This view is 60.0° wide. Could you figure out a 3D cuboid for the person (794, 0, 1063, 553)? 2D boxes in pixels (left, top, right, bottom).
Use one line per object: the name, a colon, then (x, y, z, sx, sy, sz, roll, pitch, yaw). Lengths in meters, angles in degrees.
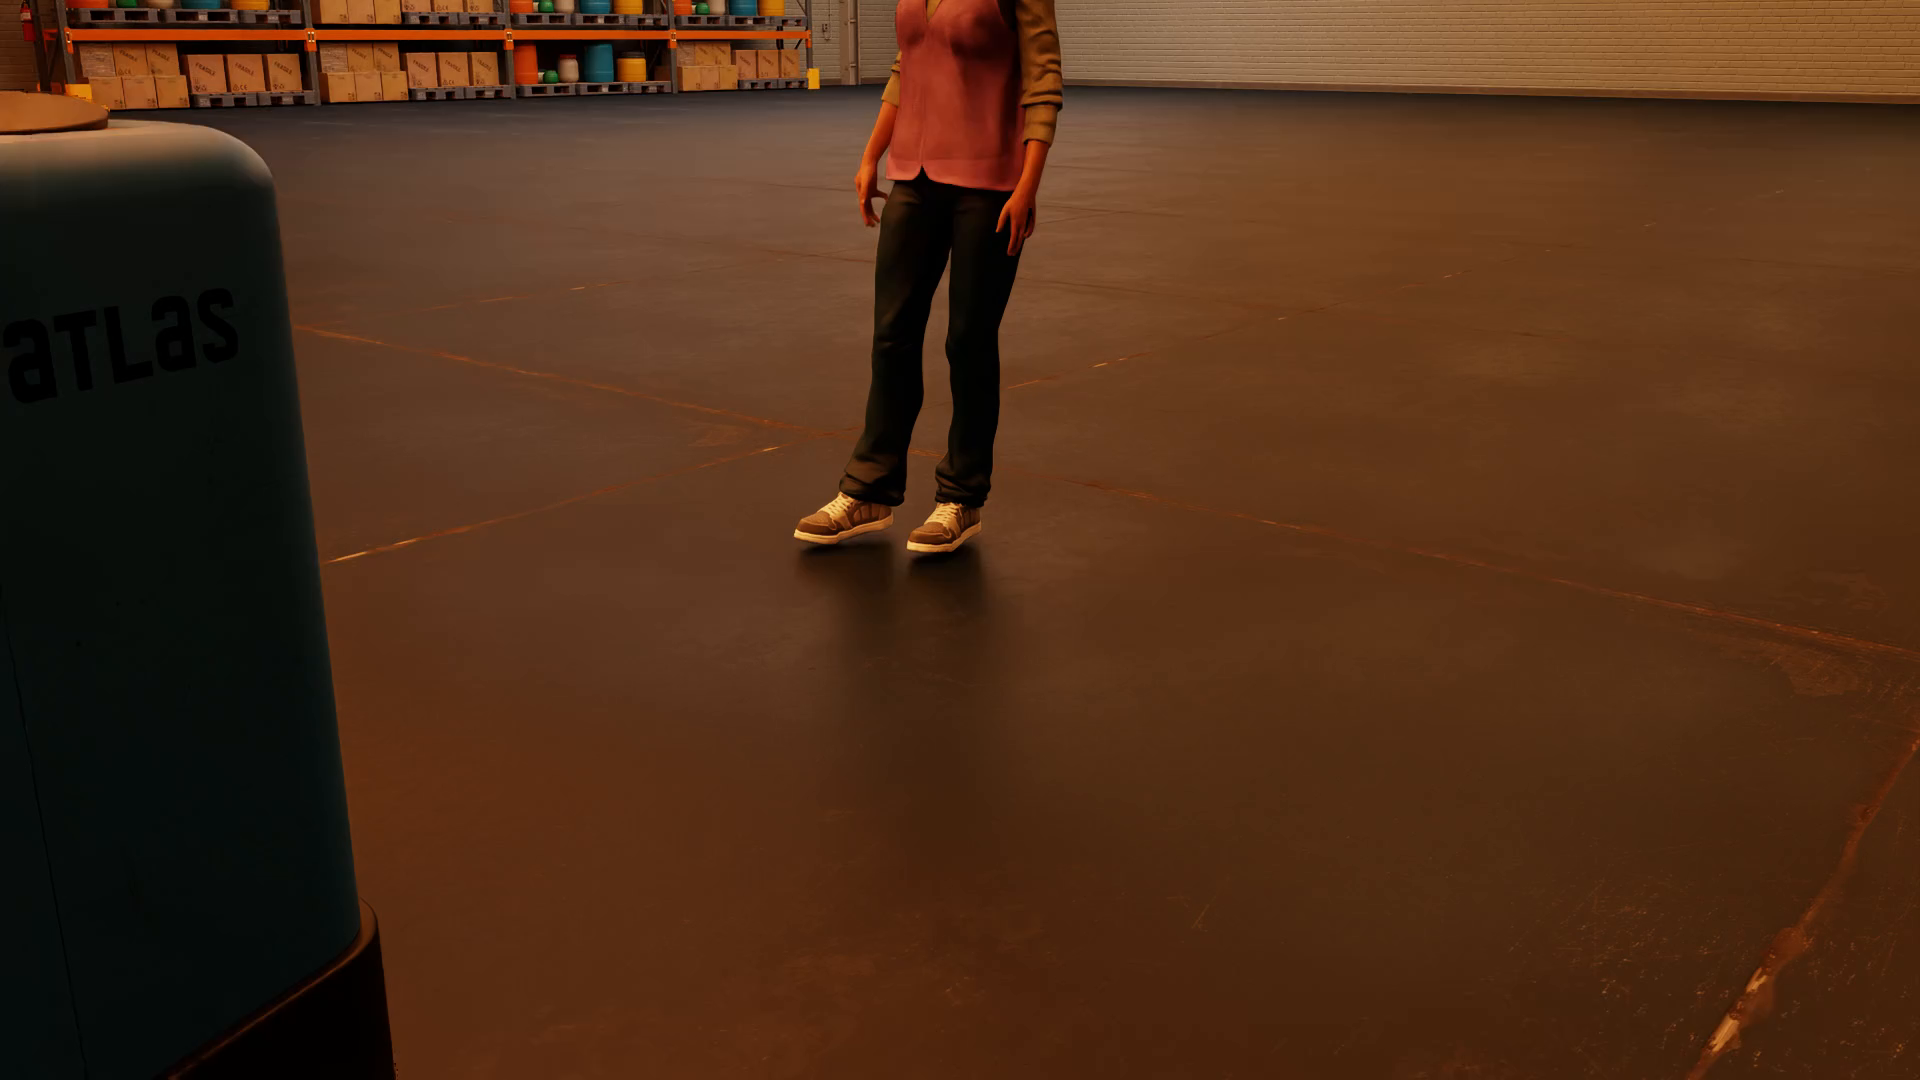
person: (-0.059, -0.757, 3.661, 0.520, 1.599, 0.473, 13, 21, 37)
